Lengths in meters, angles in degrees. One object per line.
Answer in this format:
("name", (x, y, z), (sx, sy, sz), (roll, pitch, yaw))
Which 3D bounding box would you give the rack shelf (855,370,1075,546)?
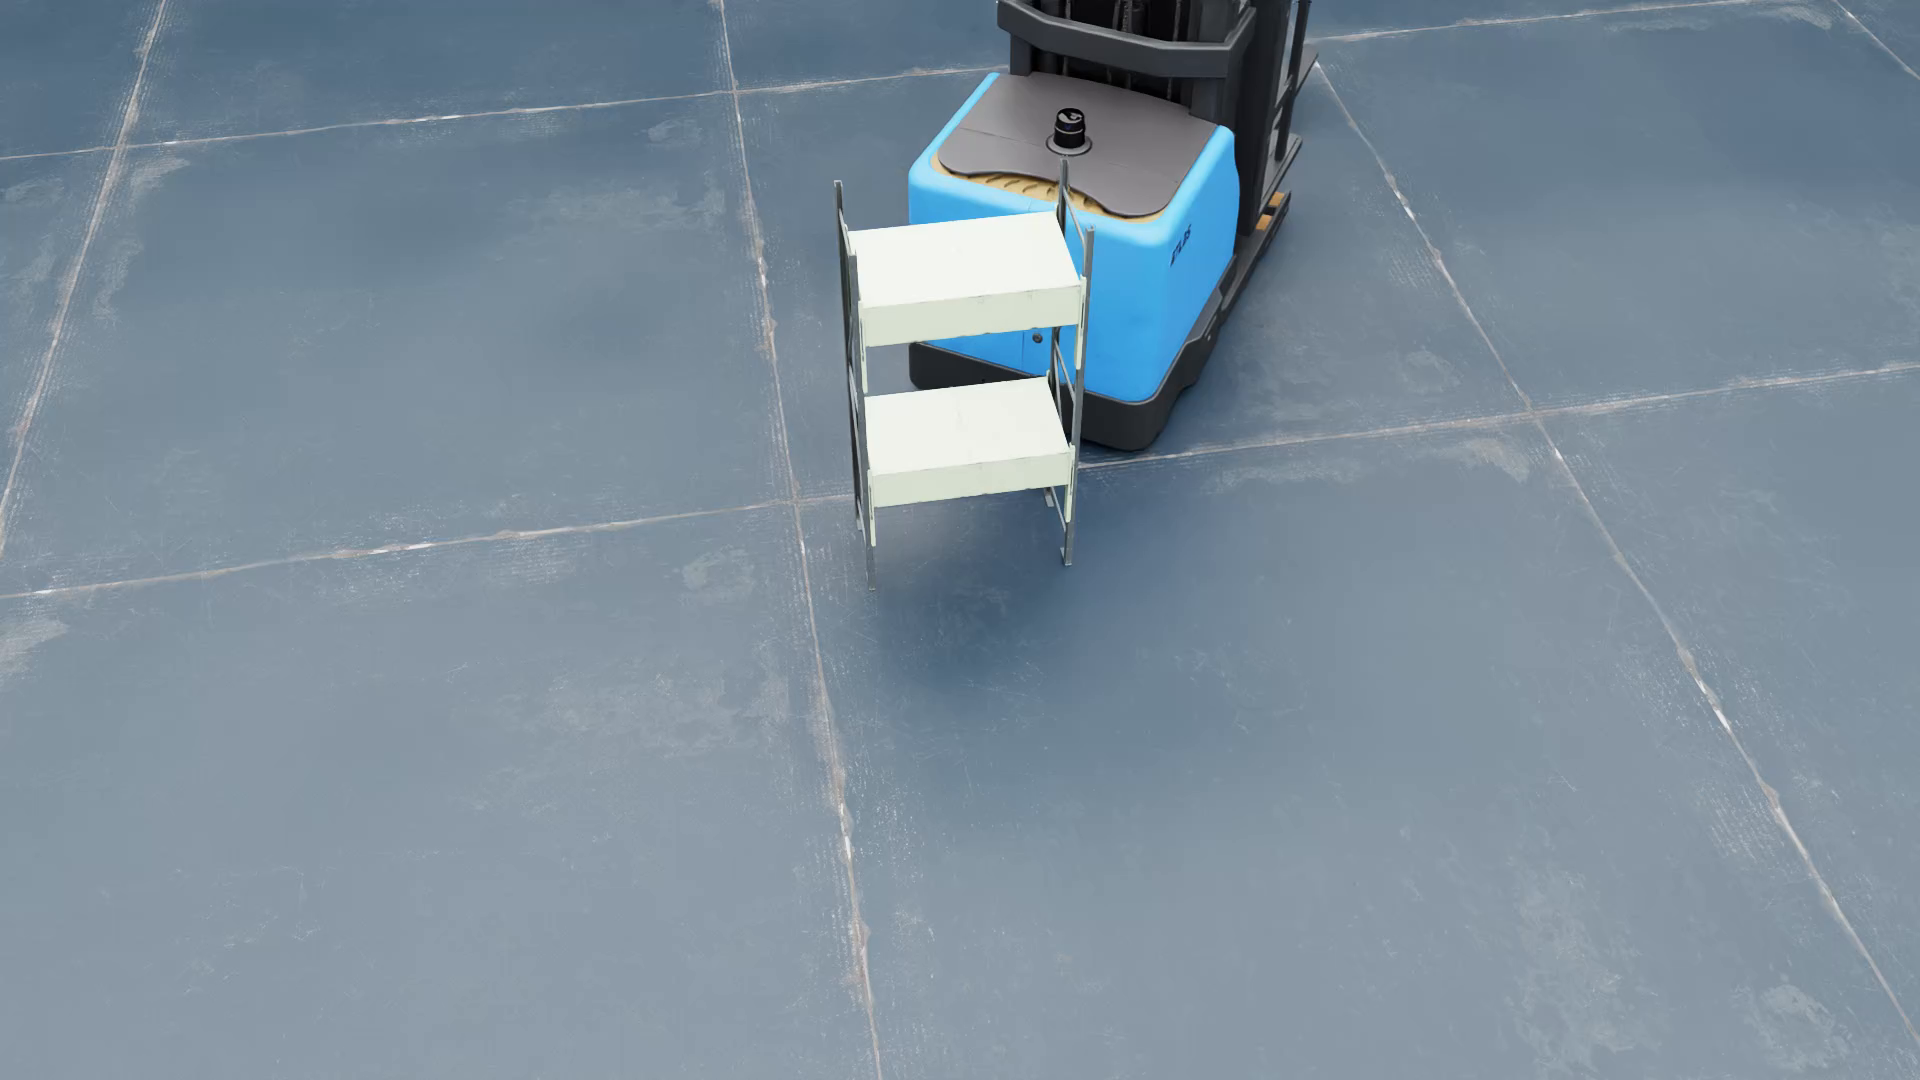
("rack shelf", (0.007, -0.295, 5.945), (0.720, 0.370, 0.431), (-7, 46, -7))

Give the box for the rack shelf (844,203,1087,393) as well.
("rack shelf", (0.007, -0.792, 5.430), (0.720, 0.370, 0.431), (-7, 46, -7))

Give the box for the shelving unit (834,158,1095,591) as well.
("shelving unit", (0.007, -0.521, 5.711), (0.755, 1.500, 0.431), (-7, 46, -7))

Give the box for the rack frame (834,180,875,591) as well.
("rack frame", (-0.354, -0.476, 5.667), (0.023, 1.500, 0.400), (-7, 46, -7))

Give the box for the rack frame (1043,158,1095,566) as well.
("rack frame", (0.367, -0.566, 5.754), (0.023, 1.500, 0.400), (-7, 46, -7))

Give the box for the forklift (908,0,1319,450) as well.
("forklift", (0.862, -2.440, 6.565), (1.130, 2.935, 3.031), (18, 49, 17))
